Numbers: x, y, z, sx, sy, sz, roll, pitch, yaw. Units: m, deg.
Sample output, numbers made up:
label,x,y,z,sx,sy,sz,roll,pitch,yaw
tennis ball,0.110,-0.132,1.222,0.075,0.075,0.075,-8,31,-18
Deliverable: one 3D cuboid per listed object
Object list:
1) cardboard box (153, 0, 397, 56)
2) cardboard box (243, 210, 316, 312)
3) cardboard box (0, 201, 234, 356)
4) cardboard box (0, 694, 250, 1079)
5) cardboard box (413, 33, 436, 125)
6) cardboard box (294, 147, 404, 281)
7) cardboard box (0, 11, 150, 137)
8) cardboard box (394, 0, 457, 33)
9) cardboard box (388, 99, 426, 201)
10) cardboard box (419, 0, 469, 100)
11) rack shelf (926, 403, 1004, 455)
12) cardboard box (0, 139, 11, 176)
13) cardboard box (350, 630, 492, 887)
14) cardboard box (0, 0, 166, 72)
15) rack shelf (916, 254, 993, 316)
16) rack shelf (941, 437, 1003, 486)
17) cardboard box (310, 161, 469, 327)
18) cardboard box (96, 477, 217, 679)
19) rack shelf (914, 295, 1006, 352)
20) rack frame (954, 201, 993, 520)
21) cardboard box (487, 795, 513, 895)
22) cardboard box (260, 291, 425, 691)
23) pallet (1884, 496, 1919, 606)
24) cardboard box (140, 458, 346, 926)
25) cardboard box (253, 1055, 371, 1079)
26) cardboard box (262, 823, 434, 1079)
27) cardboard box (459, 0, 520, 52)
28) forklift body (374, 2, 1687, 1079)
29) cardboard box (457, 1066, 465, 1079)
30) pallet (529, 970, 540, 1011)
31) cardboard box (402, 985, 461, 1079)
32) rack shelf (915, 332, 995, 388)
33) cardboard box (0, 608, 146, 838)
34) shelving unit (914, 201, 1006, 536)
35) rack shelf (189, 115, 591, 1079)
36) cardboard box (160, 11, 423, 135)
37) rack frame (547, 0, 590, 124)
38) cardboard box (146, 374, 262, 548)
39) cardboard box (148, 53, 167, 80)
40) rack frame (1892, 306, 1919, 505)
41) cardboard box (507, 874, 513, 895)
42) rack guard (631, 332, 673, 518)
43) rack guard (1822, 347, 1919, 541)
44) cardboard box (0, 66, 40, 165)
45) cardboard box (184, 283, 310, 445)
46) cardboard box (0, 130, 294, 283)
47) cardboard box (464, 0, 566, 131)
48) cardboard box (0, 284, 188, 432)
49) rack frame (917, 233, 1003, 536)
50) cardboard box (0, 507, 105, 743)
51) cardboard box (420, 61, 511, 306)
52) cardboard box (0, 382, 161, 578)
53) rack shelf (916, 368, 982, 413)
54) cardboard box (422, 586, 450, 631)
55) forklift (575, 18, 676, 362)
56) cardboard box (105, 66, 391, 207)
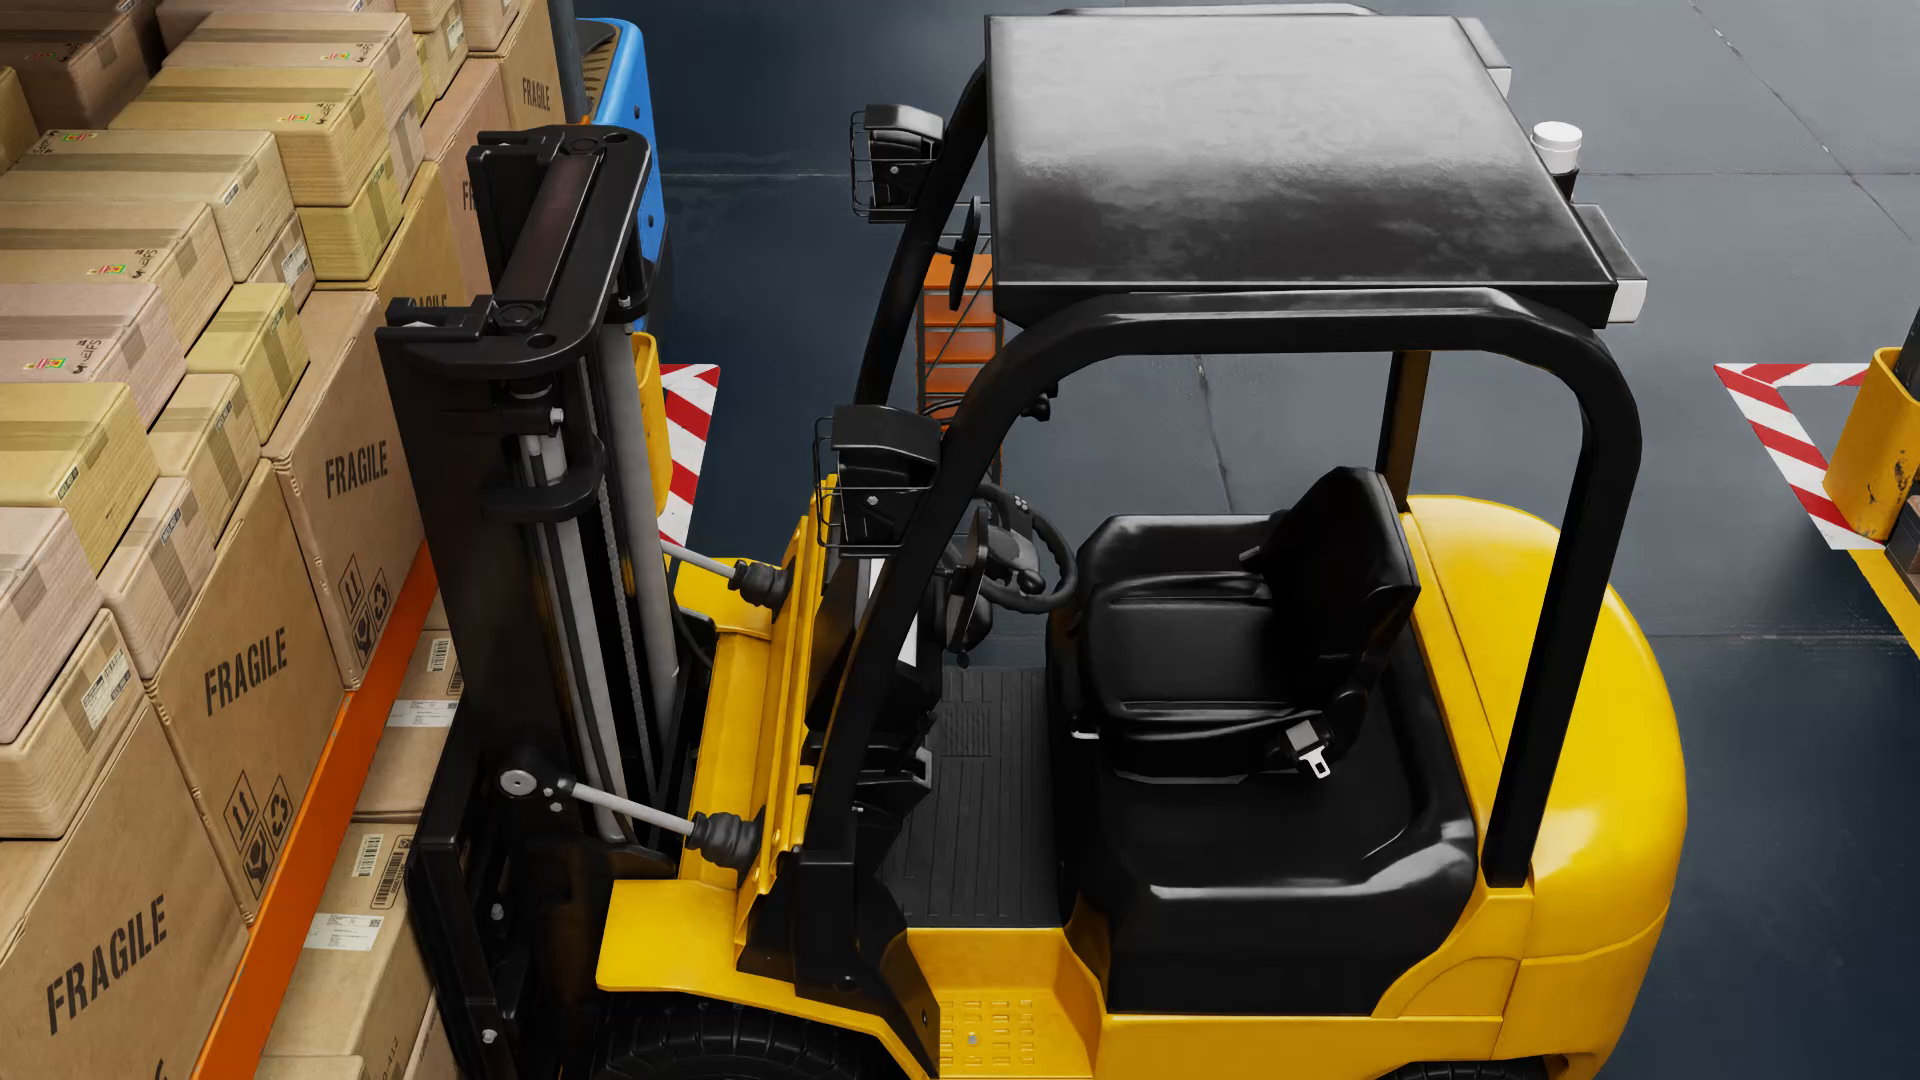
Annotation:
label,x,y,z,sx,sy,sz,roll,pitch,yaw
cardboard box,-1.345,-1.028,3.298,0.380,0.149,0.250,0,39,0
cardboard box,-1.324,-0.435,2.795,0.380,0.149,0.250,0,39,0
cardboard box,-1.339,-0.385,2.496,0.380,0.149,0.250,0,39,0
cardboard box,-1.293,0.541,2.096,0.500,0.500,0.500,1,39,1
cardboard box,-1.302,-0.916,3.396,0.380,0.149,0.250,0,39,0
cardboard box,-1.234,-0.591,2.990,0.380,0.149,0.250,0,39,0
cardboard box,-1.762,-0.867,3.097,0.380,0.149,0.250,1,39,1
cardboard box,-1.271,-1.184,3.493,0.380,0.149,0.250,1,39,1
cardboard box,-1.255,-0.749,3.187,0.380,0.149,0.250,-1,39,-2
cardboard box,-1.291,-1.071,3.589,0.380,0.149,0.250,1,39,1
rack shelf,0.000,-0.349,4.989,0.258,0.103,0.180,0,39,0
cardboard box,-1.781,-0.548,2.699,0.380,0.149,0.250,0,39,0
cardboard box,-1.218,0.441,3.365,0.500,0.250,0.500,-1,39,-1
cardboard box,-1.788,-1.032,3.303,0.380,0.149,0.250,0,39,0
rack shelf,0.000,-0.724,4.689,0.258,0.103,0.180,0,39,0
rack shelf,0.000,-0.255,5.064,0.258,0.103,0.180,0,39,0
cardboard box,-1.285,-0.404,3.276,0.500,0.500,0.500,-1,39,-1
cardboard box,-1.228,0.049,2.192,0.380,0.149,0.250,0,39,-1
rack shelf,0.000,-0.630,4.764,0.258,0.103,0.180,0,39,0
rack frame,0.000,-0.534,4.957,0.240,1.200,0.006,0,39,0
cardboard box,-1.219,0.650,3.504,0.500,0.250,0.500,0,39,0
cardboard box,-1.274,-0.090,2.884,0.500,0.500,0.500,0,39,0
pallet,3.389,0.320,4.682,1.003,0.211,1.213,0,39,0
cardboard box,-1.294,0.225,2.491,0.500,0.500,0.500,0,39,0
cardboard box,-1.213,1.080,2.567,0.500,0.250,0.500,0,39,0
cardboard box,-1.225,0.769,2.955,0.500,0.250,0.500,1,39,1
cardboard box,-1.230,-1.233,3.792,0.380,0.149,0.250,1,39,1
forklift body,0.286,0.198,3.283,2.313,2.155,1.214,0,39,0
cardboard box,-1.238,1.151,3.278,0.500,0.250,0.500,1,39,1
pallet,-1.499,1.010,3.821,1.003,0.211,1.213,0,39,0
cardboard box,-1.220,0.966,3.109,0.500,0.250,0.500,0,39,0
rack shelf,0.000,-0.536,4.839,0.258,0.103,0.180,0,39,0
cardboard box,-1.230,0.213,1.987,0.380,0.149,0.250,1,39,1
shelving unit,0.000,-0.477,4.886,0.258,1.200,0.189,0,39,0
rack shelf,-1.538,0.214,3.160,1.077,0.370,4.000,0,39,0
cardboard box,-1.234,-0.866,3.095,0.380,0.149,0.250,1,39,1
rack frame,-1.541,-1.318,4.496,1.000,3.000,0.127,0,39,0
cardboard box,-1.246,-0.108,2.388,0.380,0.149,0.250,-1,39,-1
cardboard box,-1.802,-0.917,3.397,0.380,0.149,0.250,-1,39,-2
rack frame,3.423,-1.324,4.503,1.000,3.000,0.127,0,39,0
cardboard box,-1.219,0.834,3.674,0.500,0.250,0.500,1,39,1
rack guard,-1.541,-0.357,5.296,1.175,0.500,0.348,0,39,0
rack guard,3.423,-0.301,5.225,1.175,0.500,0.348,0,39,0
cardboard box,-1.860,-0.703,2.892,0.380,0.149,0.250,-1,39,-1
cardboard box,-1.255,-0.275,2.596,0.380,0.149,0.250,-1,39,-1
cardboard box,-1.322,-0.543,2.692,0.380,0.149,0.250,0,39,1
cardboard box,-1.278,-1.049,4.081,0.500,0.500,0.500,-1,39,-1
cardboard box,-1.321,-0.230,2.301,0.380,0.149,0.250,0,39,0
rack frame,0.000,-0.420,4.815,0.240,1.200,0.006,0,39,0
cardboard box,-1.237,0.092,1.900,0.380,0.149,0.250,1,39,1
cardboard box,-1.286,-0.725,3.676,0.500,0.500,0.500,1,39,1
cardboard box,-1.265,-0.070,2.103,0.380,0.149,0.250,-1,39,-1
rack shelf,0.000,-0.443,4.914,0.258,0.103,0.180,0,39,0
cardboard box,-1.211,0.124,3.760,0.500,0.250,0.500,0,39,1
forklift,-2.592,-1.803,5.156,3.031,2.935,1.130,-1,39,-2
cardboard box,-1.228,-0.704,2.893,0.380,0.149,0.250,1,39,1
